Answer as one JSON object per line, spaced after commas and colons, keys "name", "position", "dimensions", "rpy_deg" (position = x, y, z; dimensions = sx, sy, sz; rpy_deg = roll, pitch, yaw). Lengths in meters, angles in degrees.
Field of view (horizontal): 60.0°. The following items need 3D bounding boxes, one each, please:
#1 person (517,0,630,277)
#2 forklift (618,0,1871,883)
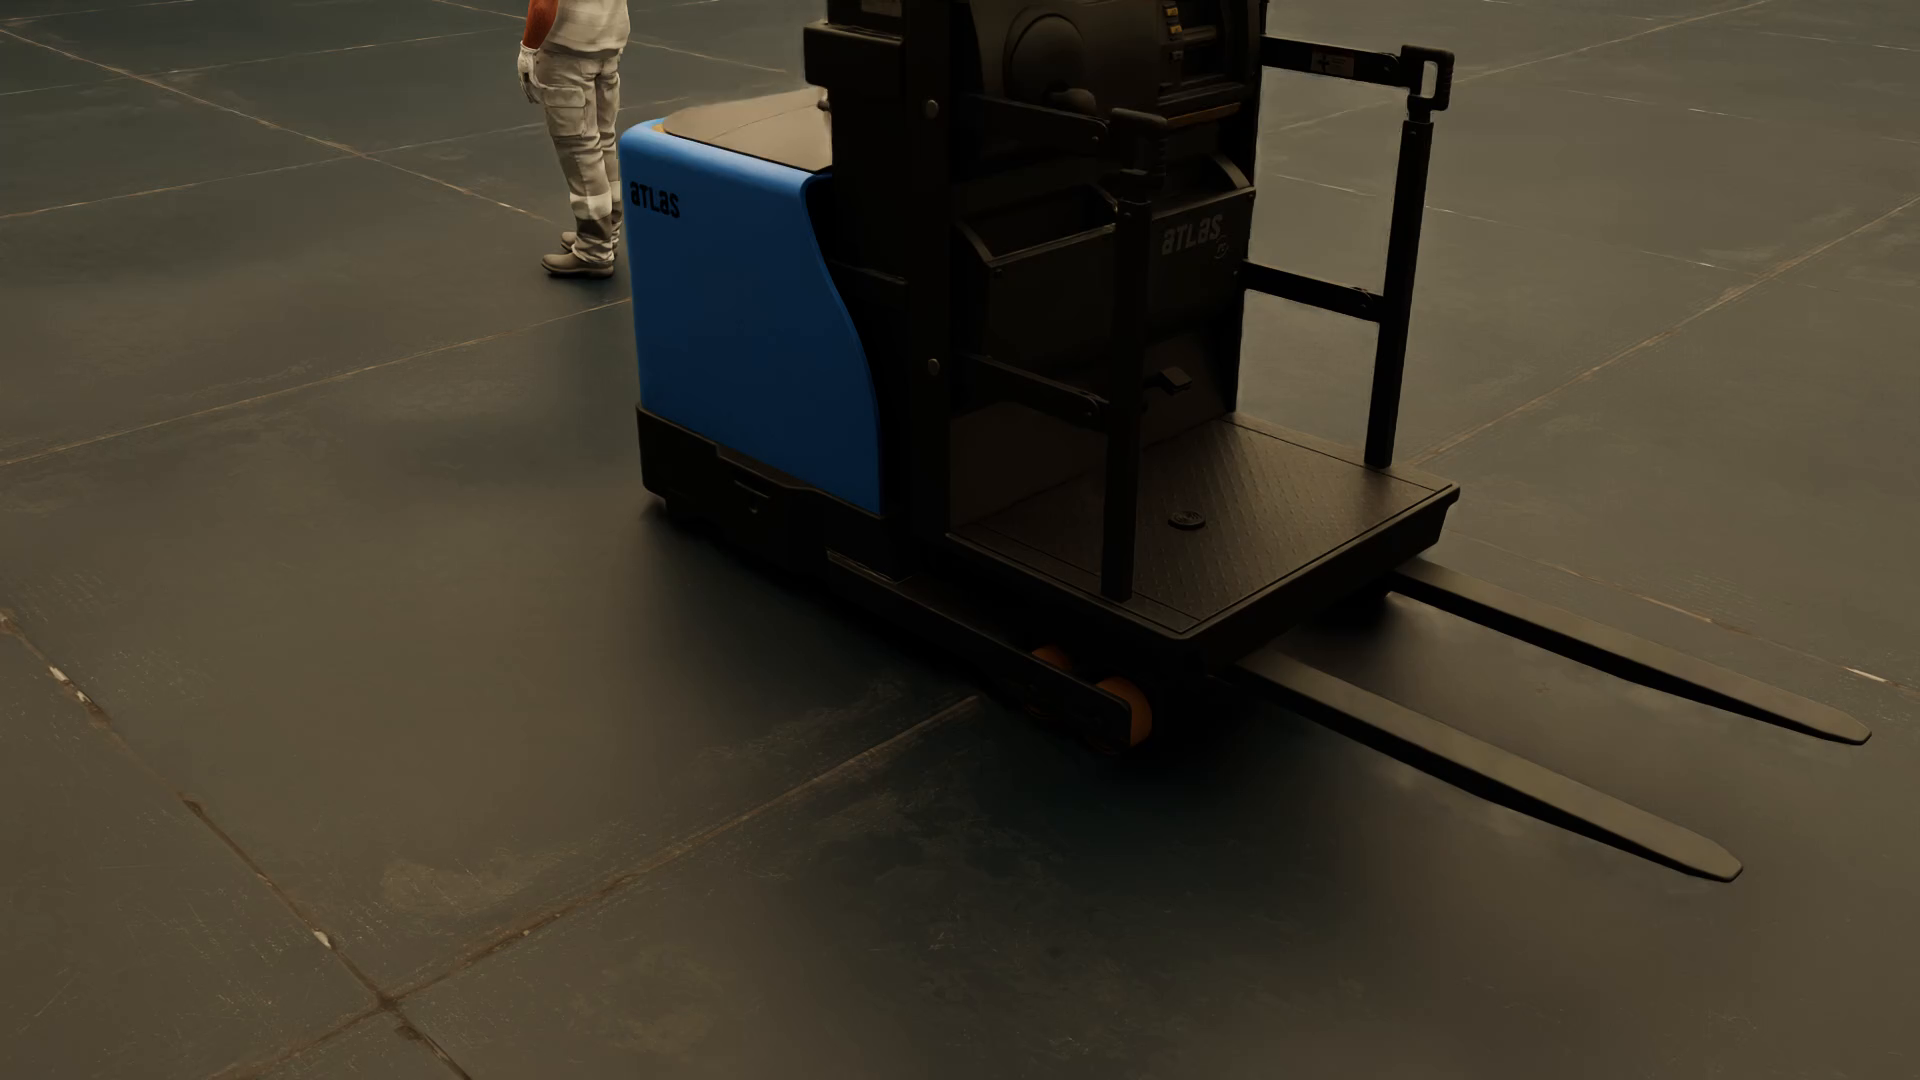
{"name": "person", "position": [-1.521, -1.896, 6.361], "dimensions": [0.563, 1.787, 0.638], "rpy_deg": [10, 28, 19]}
{"name": "forklift", "position": [0.492, -1.109, 3.475], "dimensions": [1.130, 2.935, 3.031], "rpy_deg": [-23, 35, -39]}
